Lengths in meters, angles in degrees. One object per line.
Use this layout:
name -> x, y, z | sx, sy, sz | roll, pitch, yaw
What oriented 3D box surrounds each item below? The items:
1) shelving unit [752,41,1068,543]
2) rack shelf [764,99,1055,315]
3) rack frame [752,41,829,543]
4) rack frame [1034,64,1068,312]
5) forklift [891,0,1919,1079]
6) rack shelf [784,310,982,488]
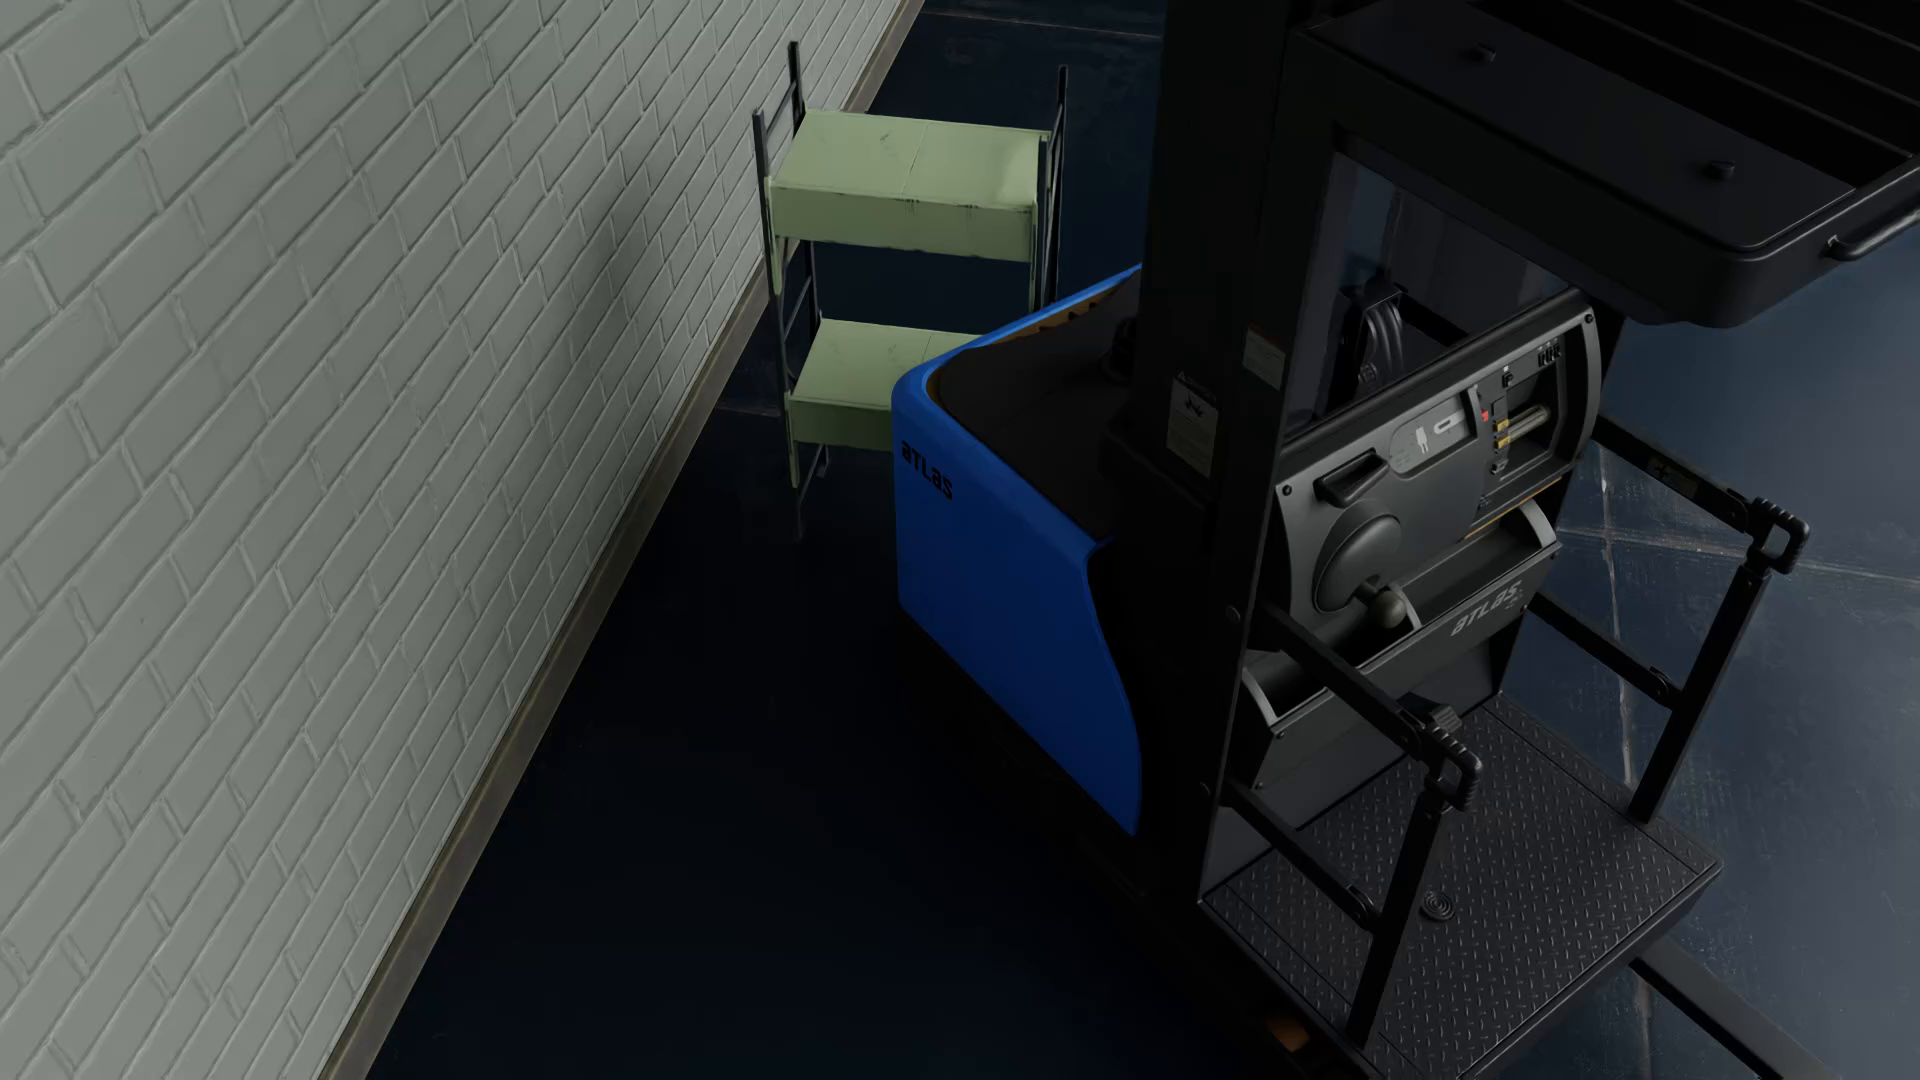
shelving unit -> -0.121, -0.624, 4.816 | 0.755, 1.500, 0.431 | 7, 44, 7
rack shelf -> -0.121, -0.905, 4.546 | 0.720, 0.370, 0.431 | 7, 44, 7
rack frame -> -0.481, -0.668, 4.863 | 0.023, 1.500, 0.400 | 7, 44, 7
rack frame -> 0.240, -0.579, 4.770 | 0.023, 1.500, 0.400 | 7, 44, 7
forklift -> 1.101, -0.070, 3.209 | 1.130, 2.935, 3.031 | -28, 50, -26
rack shelf -> -0.121, -0.389, 5.043 | 0.720, 0.370, 0.431 | 7, 44, 7
